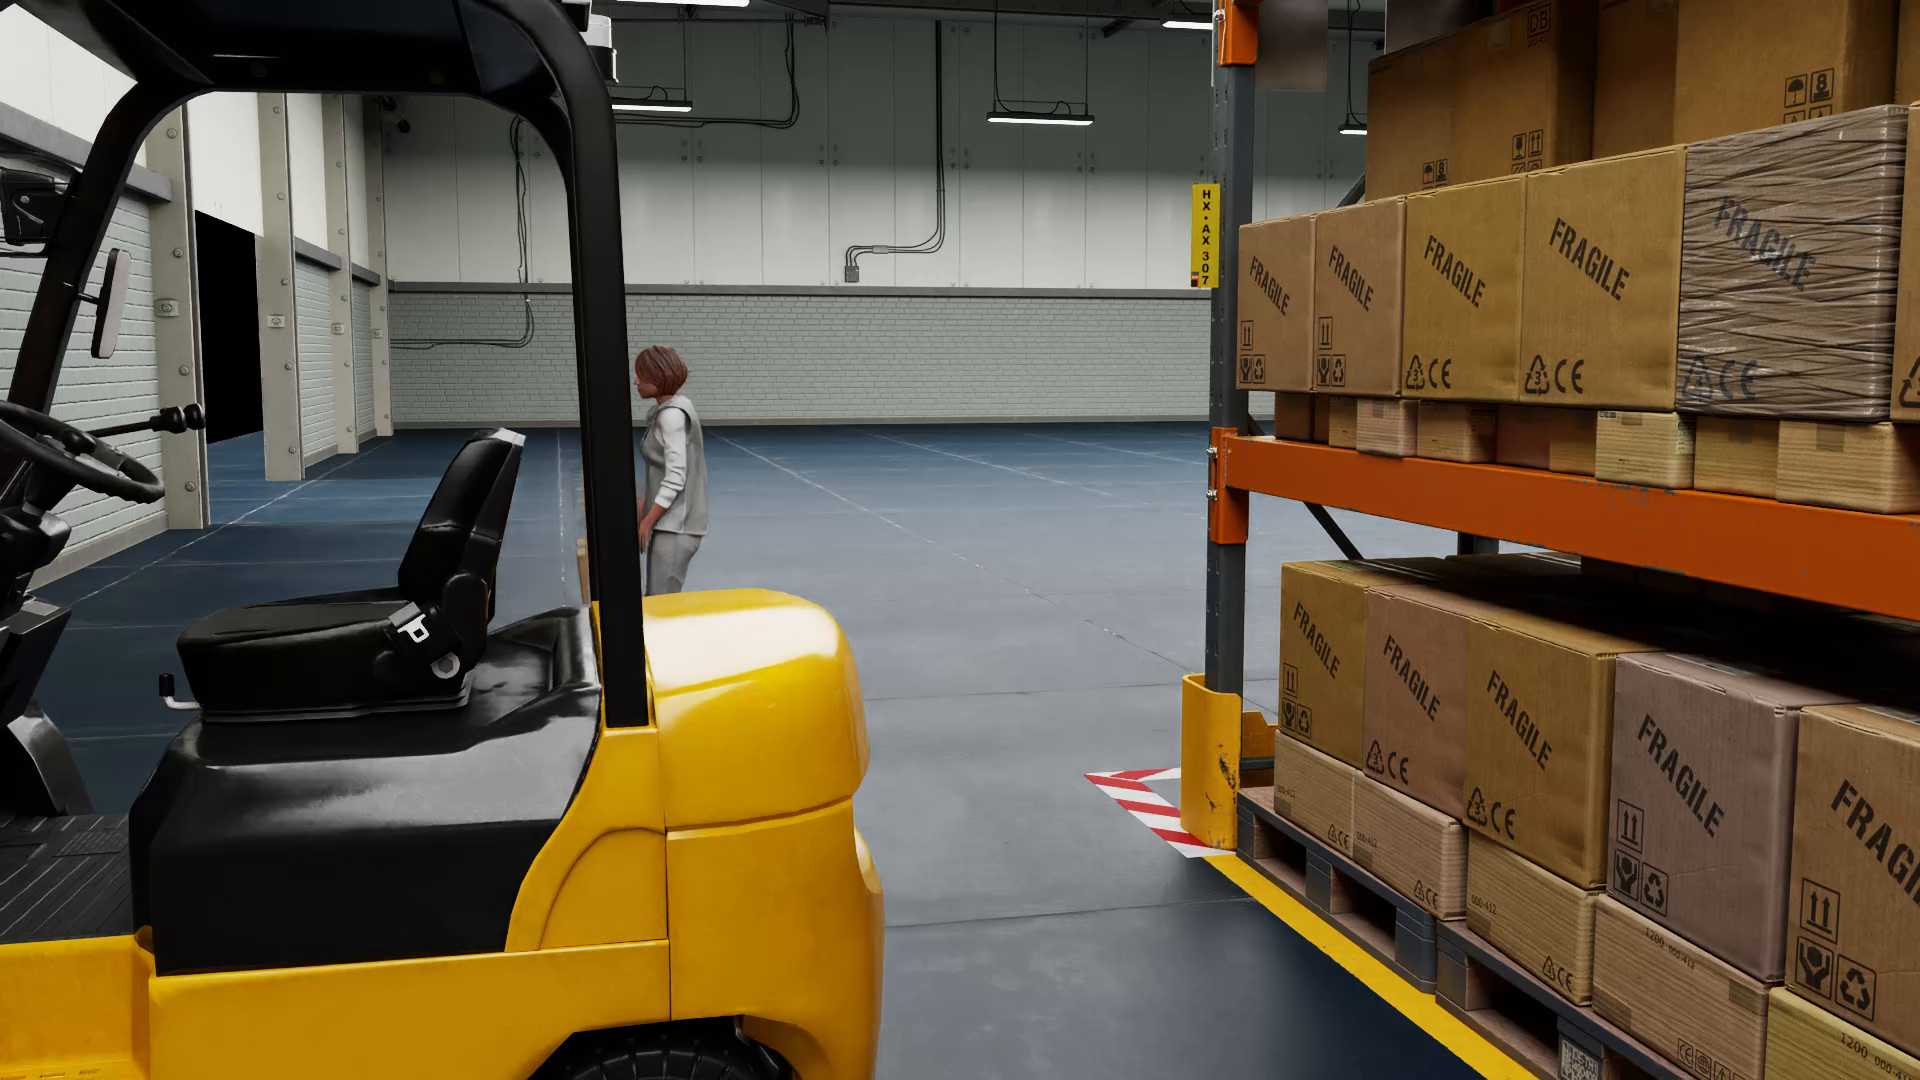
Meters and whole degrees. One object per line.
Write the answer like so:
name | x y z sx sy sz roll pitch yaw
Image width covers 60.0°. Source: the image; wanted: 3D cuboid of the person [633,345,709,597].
person | -1.257 -0.015 7.153 0.340 1.562 0.448 -2 7 -15
